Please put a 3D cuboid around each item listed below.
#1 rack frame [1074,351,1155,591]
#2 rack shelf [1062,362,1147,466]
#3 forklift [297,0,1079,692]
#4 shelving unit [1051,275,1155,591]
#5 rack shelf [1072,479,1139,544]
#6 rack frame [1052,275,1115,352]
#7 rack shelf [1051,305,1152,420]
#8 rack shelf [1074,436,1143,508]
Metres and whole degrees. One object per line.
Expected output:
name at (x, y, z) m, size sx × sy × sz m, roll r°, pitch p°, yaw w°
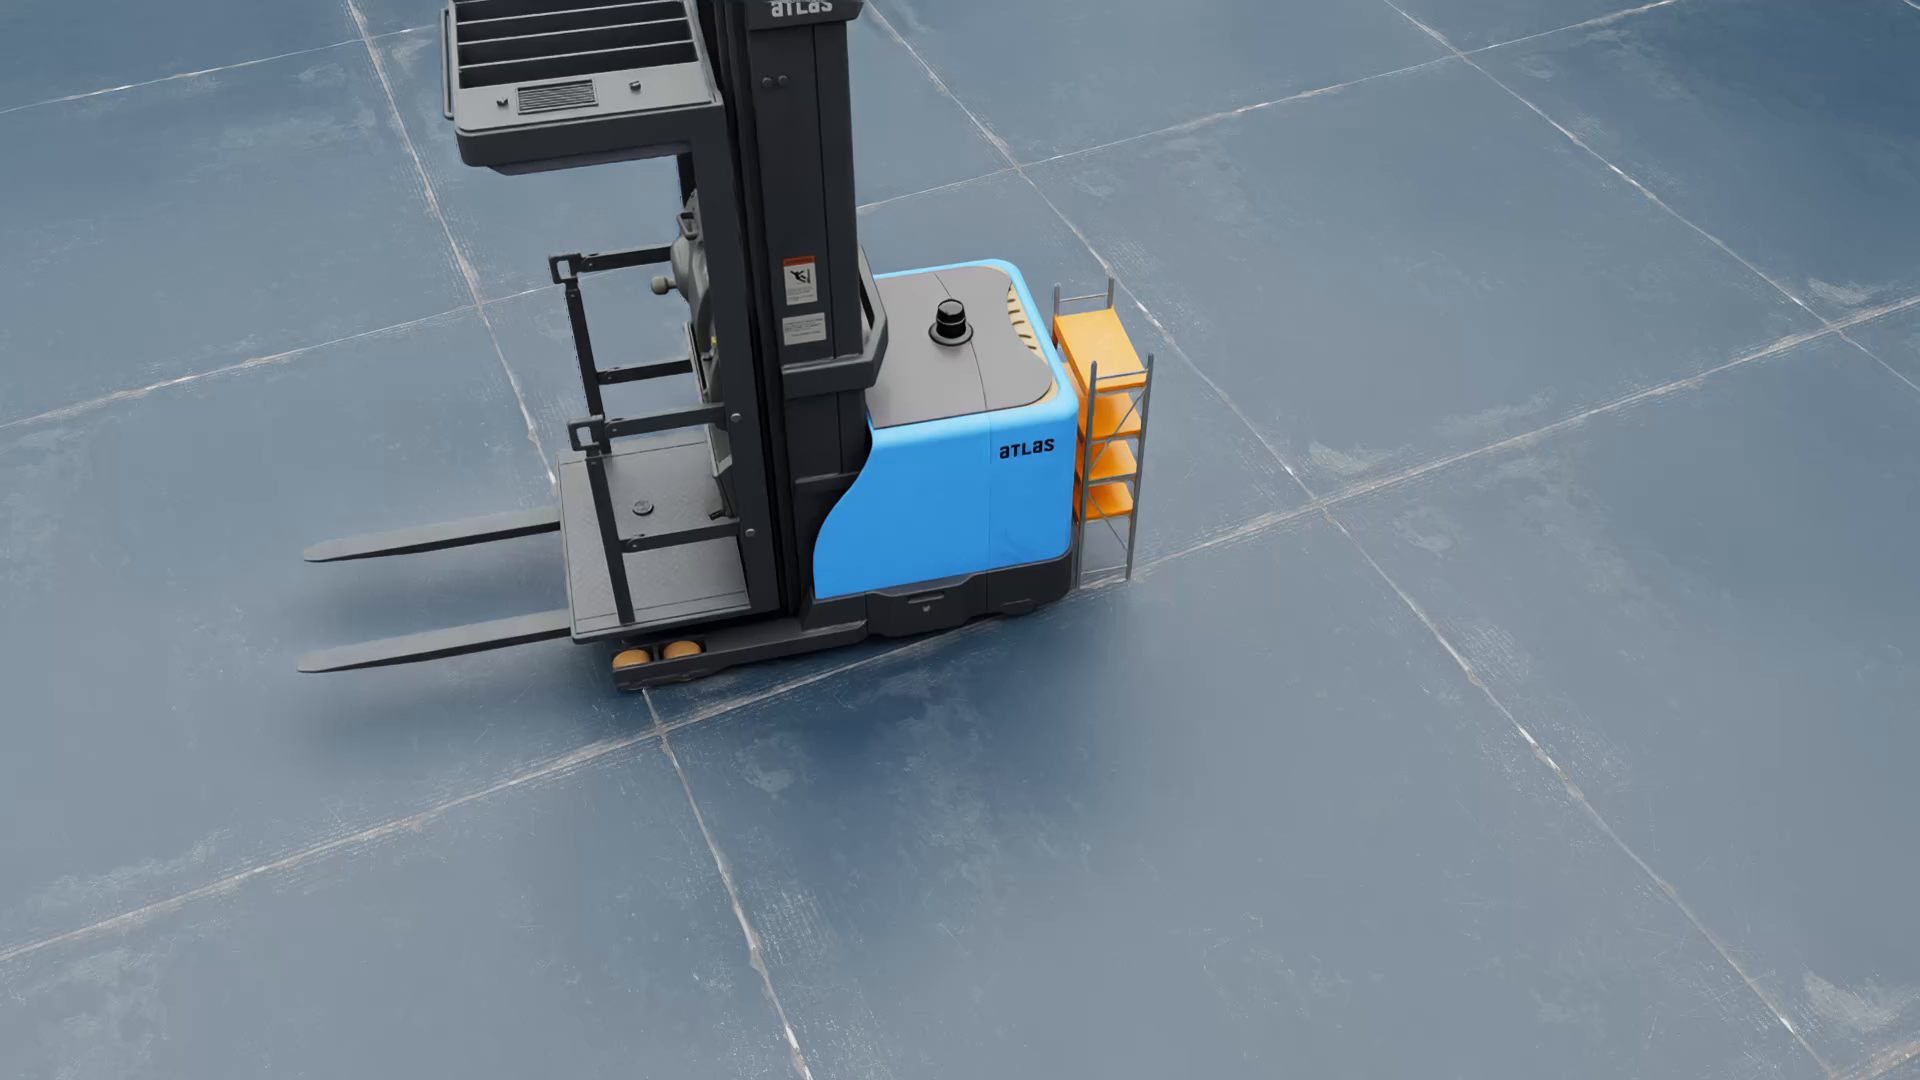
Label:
rack frame at (0.595, -0.242, 6.509) m, size 0.240 × 1.200 × 0.015 m, roll -9°, pitch 45°, yaw -10°
rack shelf at (0.539, -0.520, 6.568) m, size 0.258 × 0.148 × 0.480 m, roll -9°, pitch 45°, yaw -10°
forklift at (-1.119, -0.865, 5.909) m, size 3.031 × 2.935 × 1.130 m, roll -10°, pitch 45°, yaw -10°
shelving unit at (0.538, -0.408, 6.678) m, size 0.258 × 1.200 × 0.503 m, roll -9°, pitch 45°, yaw -10°
rack shelf at (0.537, -0.219, 6.864) m, size 0.258 × 0.148 × 0.480 m, roll -9°, pitch 45°, yaw -10°
rack frame at (0.481, -0.575, 6.846) m, size 0.240 × 1.200 × 0.015 m, roll -9°, pitch 45°, yaw -10°
rack shelf at (0.539, -0.688, 6.402) m, size 0.258 × 0.148 × 0.480 m, roll -9°, pitch 45°, yaw -10°
rack shelf at (0.538, -0.360, 6.725) m, size 0.258 × 0.148 × 0.480 m, roll -9°, pitch 45°, yaw -10°
